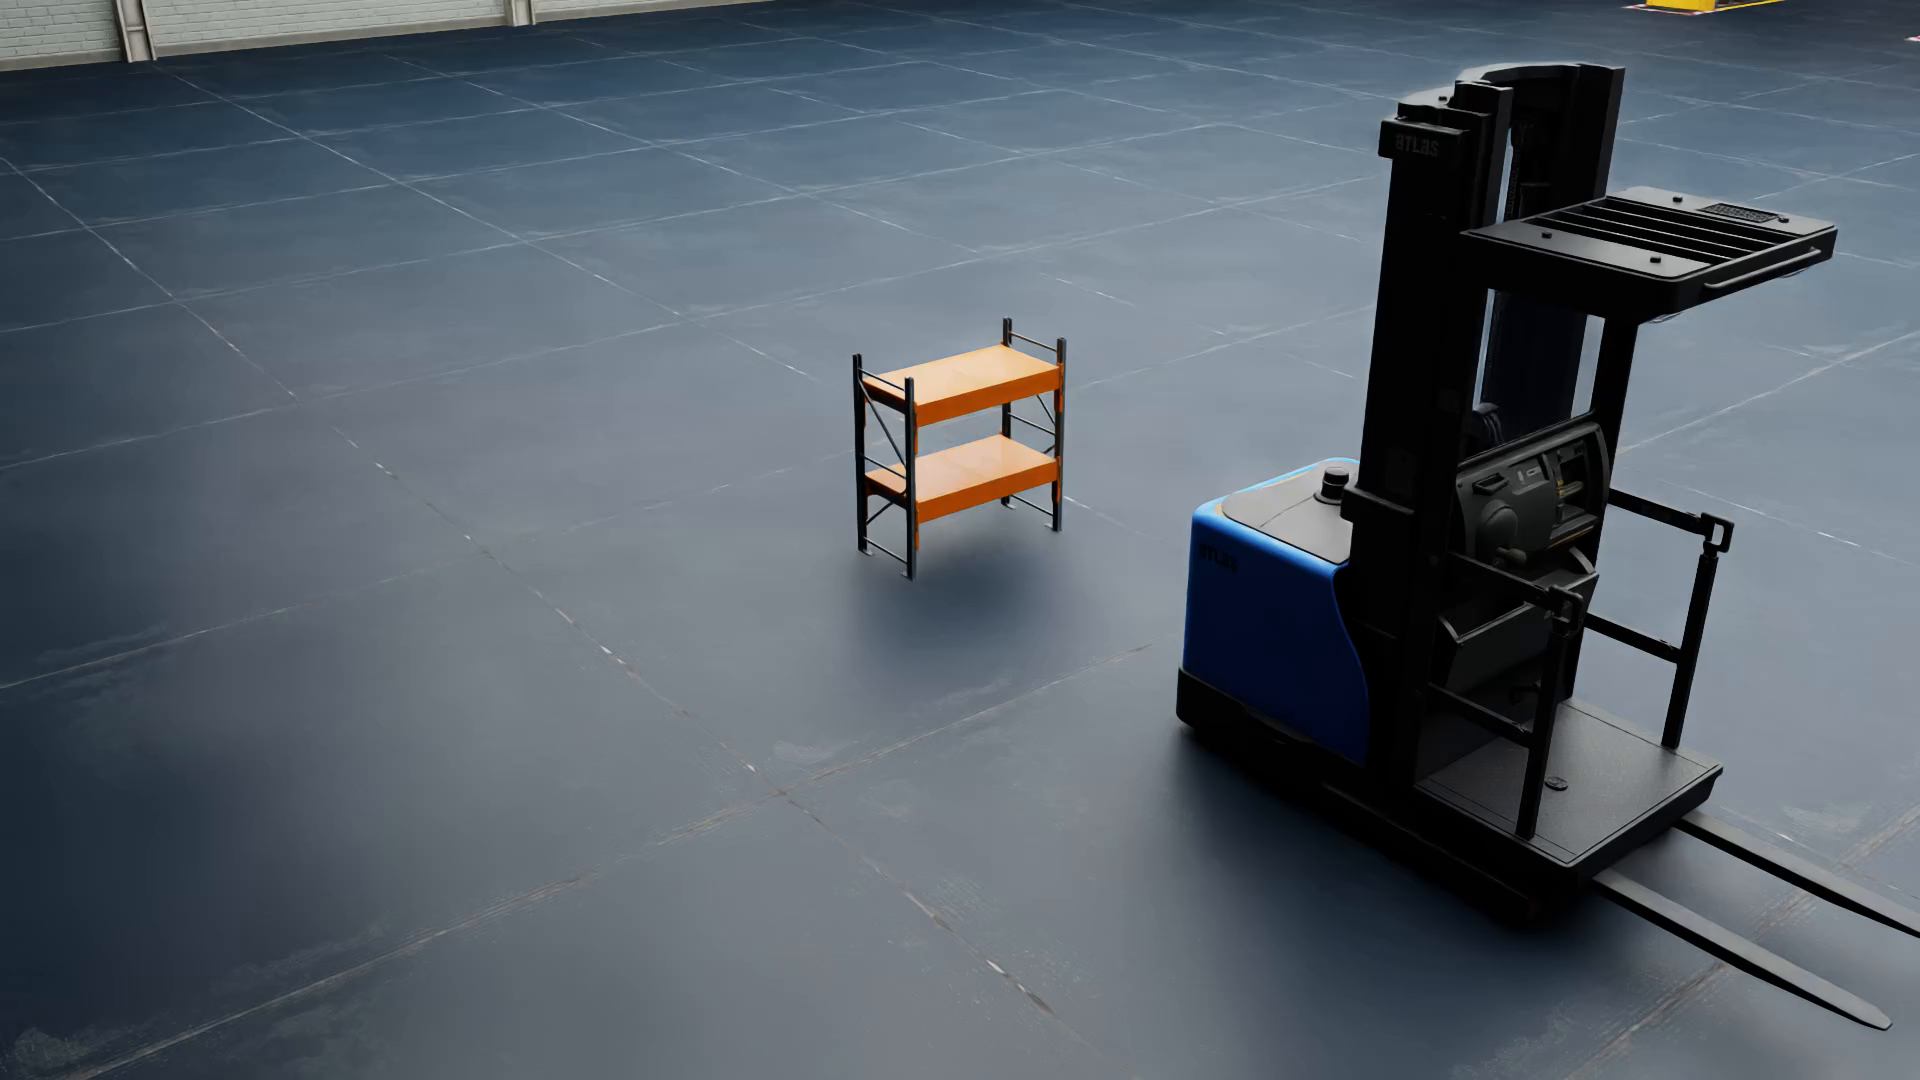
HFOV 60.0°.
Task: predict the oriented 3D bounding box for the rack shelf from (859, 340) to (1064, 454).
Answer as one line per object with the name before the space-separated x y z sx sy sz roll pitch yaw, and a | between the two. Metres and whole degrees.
rack shelf | 0.005 -0.777 8.894 1.000 0.278 0.538 -18 31 -34

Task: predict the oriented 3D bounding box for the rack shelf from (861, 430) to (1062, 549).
rack shelf | 0.005 -0.290 9.120 1.000 0.278 0.538 -18 31 -34

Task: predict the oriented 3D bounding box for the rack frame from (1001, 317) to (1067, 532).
rack frame | 0.405 -0.644 9.302 0.032 1.125 0.500 -18 31 -34

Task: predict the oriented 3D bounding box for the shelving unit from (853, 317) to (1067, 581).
shelving unit | 0.005 -0.512 9.017 1.048 1.125 0.538 -18 31 -34

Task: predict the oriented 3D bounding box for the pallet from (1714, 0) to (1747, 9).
pallet | 13.587 -9.891 30.312 1.213 0.211 1.003 -18 31 -34

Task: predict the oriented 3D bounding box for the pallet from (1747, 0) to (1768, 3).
pallet | 14.546 -10.206 30.991 1.213 0.211 1.003 -18 31 -34

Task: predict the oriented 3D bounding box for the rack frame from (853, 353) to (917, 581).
rack frame | -0.395 -0.380 8.732 0.032 1.125 0.500 -18 31 -34

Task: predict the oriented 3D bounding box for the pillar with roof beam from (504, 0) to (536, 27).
pillar with roof beam | -4.691 -11.281 22.868 0.400 9.000 9.100 -18 31 -34

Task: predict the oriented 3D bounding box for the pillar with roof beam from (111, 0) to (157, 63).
pillar with roof beam | -9.412 -9.723 19.510 0.400 9.000 9.100 -18 31 -34

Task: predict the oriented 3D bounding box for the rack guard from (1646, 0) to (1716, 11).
rack guard | 12.944 -9.813 29.800 0.348 0.500 1.175 -18 31 -34

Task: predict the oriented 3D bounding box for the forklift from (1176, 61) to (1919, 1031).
forklift | 2.277 -0.139 6.068 1.130 2.935 3.031 -19 31 -35
